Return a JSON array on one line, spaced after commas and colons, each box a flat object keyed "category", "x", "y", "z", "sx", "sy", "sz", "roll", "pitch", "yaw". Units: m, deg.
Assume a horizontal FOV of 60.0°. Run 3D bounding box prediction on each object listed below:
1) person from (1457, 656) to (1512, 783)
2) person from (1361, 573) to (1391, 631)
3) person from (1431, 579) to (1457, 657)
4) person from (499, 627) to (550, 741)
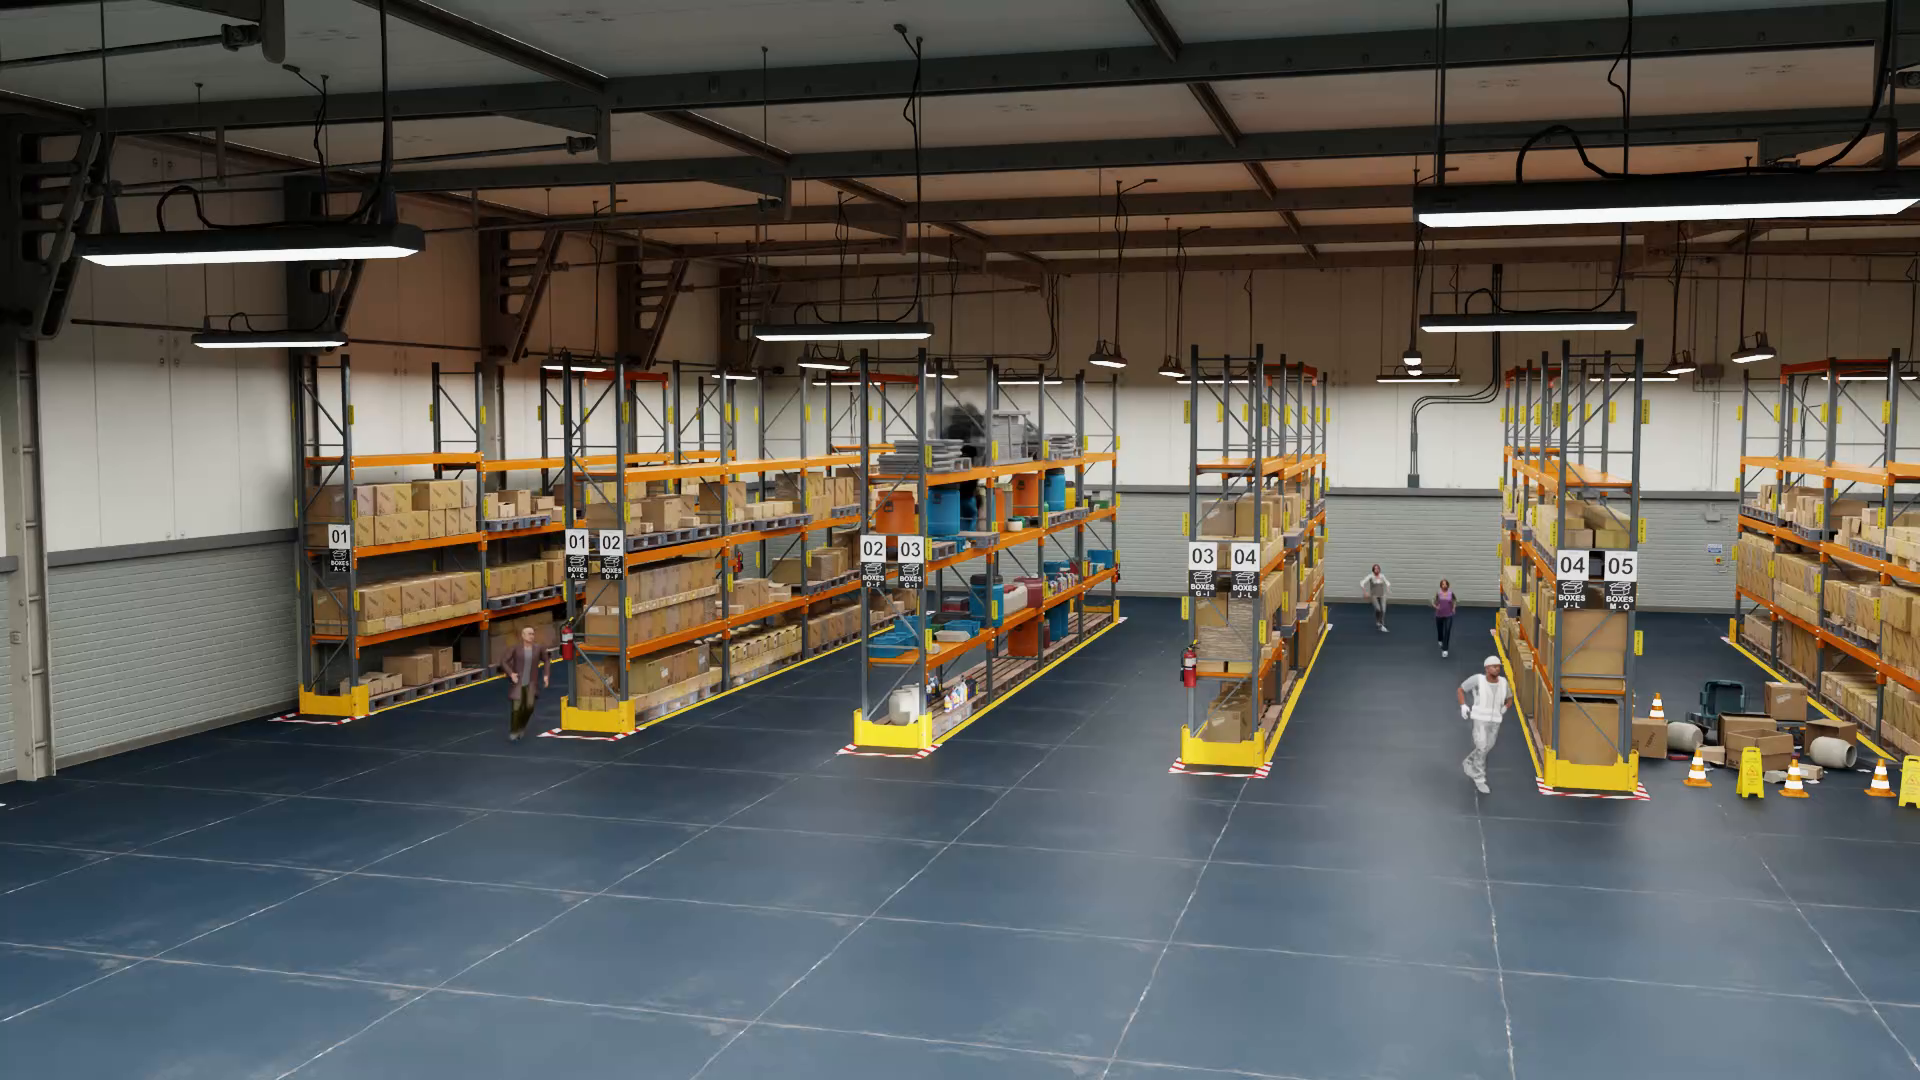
[{"category": "person", "x": 7.094, "y": 2.390, "z": 22.488, "sx": 0.724, "sy": 1.669, "sz": 0.735, "roll": -1, "pitch": 4, "yaw": -9}, {"category": "person", "x": 9.642, "y": 1.443, "z": 38.540, "sx": 0.668, "sy": 1.344, "sz": 0.495, "roll": 0, "pitch": 4, "yaw": -4}, {"category": "person", "x": 10.088, "y": 1.604, "z": 34.670, "sx": 0.546, "sy": 1.592, "sz": 0.878, "roll": 1, "pitch": 4, "yaw": 13}, {"category": "person", "x": -6.676, "y": 2.218, "z": 25.607, "sx": 0.785, "sy": 1.735, "sz": 0.557, "roll": -2, "pitch": 5, "yaw": -24}]
